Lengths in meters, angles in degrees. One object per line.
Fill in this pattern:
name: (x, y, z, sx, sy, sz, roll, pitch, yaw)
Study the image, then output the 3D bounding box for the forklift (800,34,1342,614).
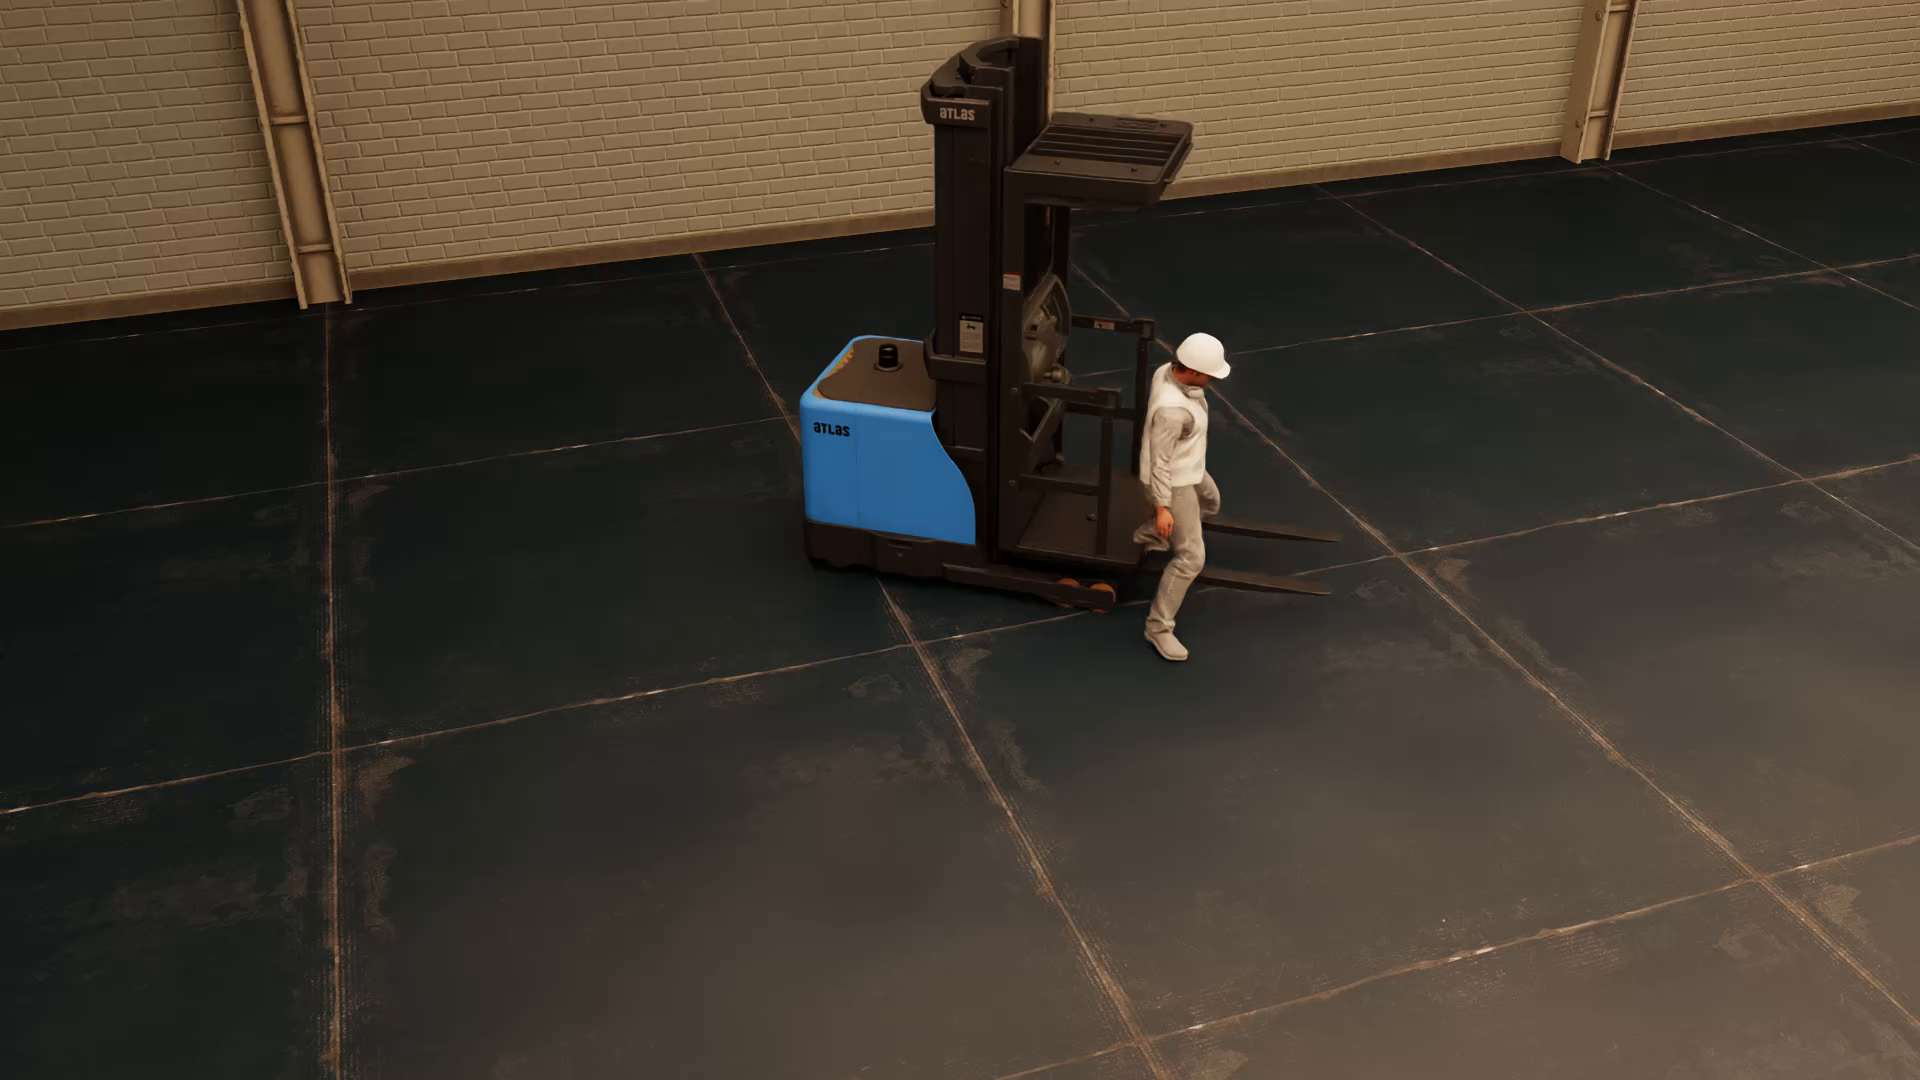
forklift: (0.663, -1.154, 9.093, 3.031, 2.935, 1.130, 8, 31, 14)

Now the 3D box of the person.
person: (1.183, -0.338, 8.897, 0.486, 1.697, 1.043, 3, 30, 5)
